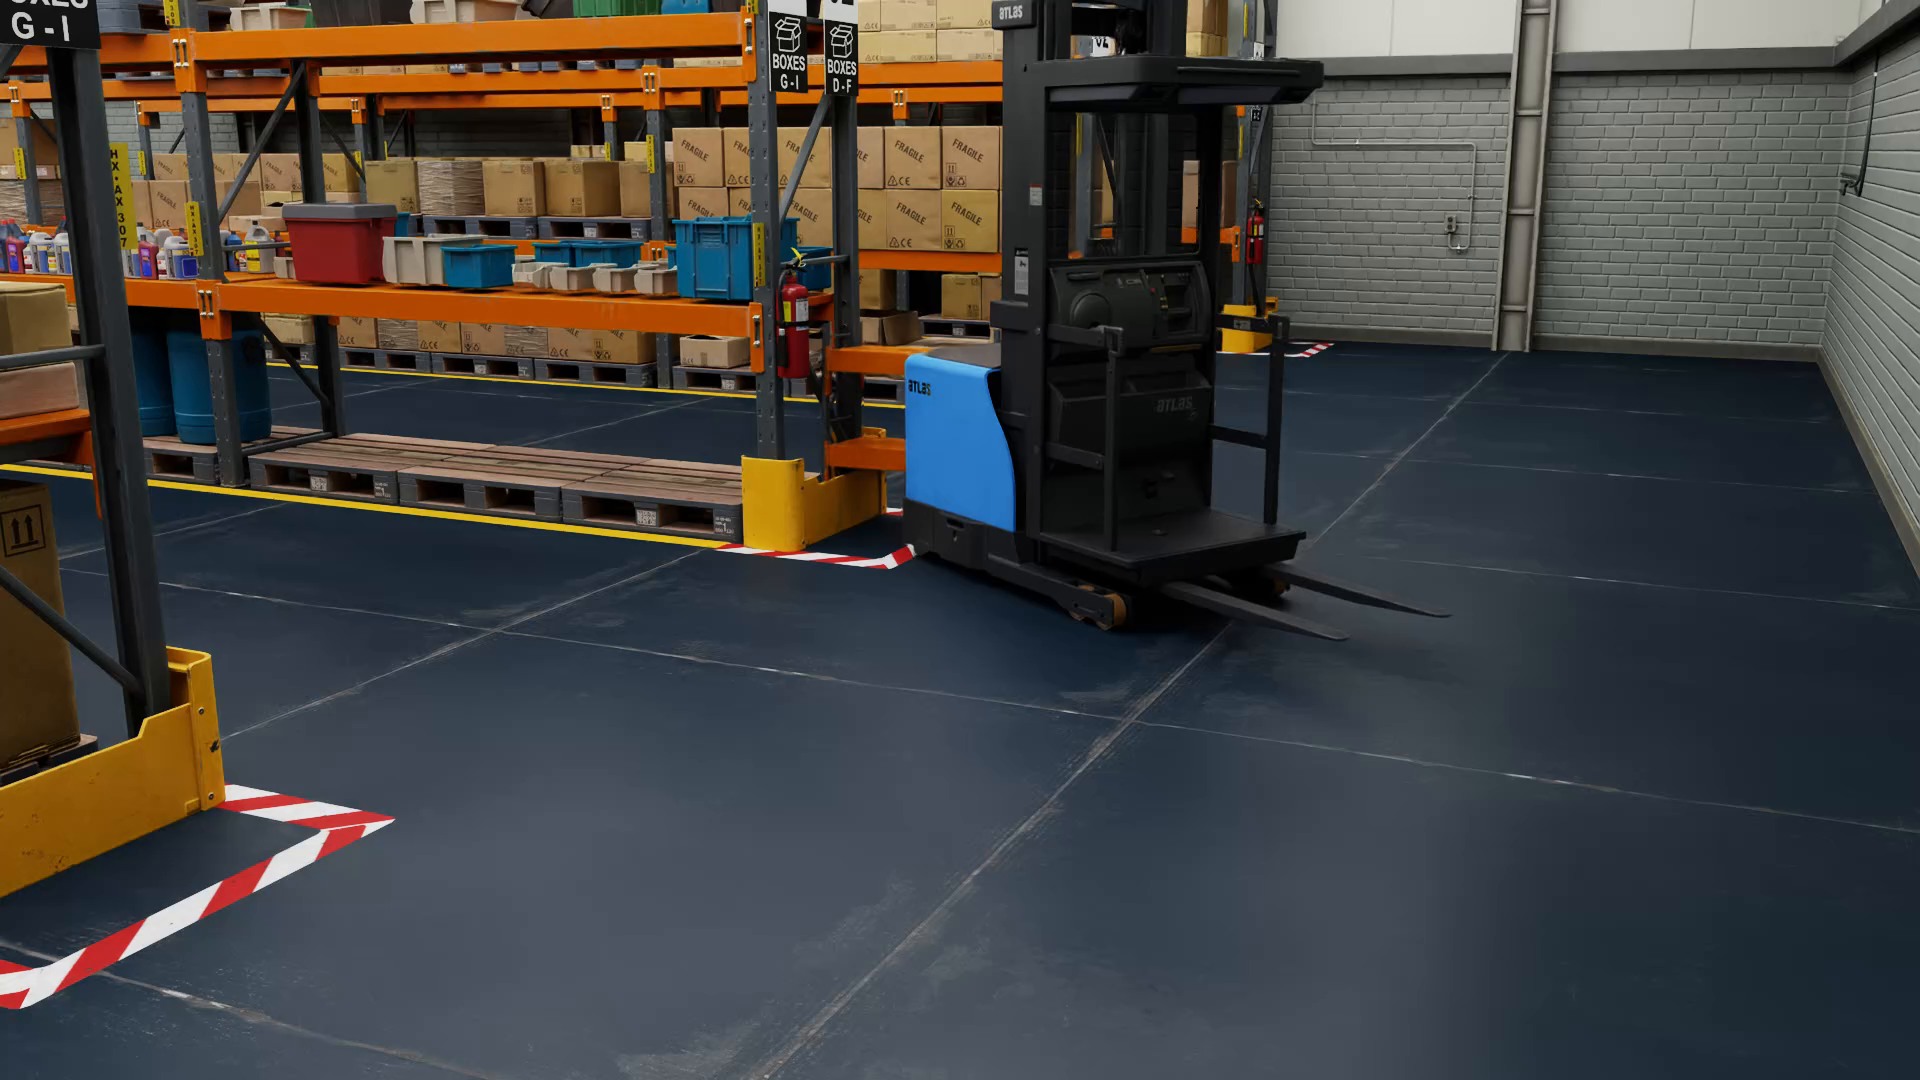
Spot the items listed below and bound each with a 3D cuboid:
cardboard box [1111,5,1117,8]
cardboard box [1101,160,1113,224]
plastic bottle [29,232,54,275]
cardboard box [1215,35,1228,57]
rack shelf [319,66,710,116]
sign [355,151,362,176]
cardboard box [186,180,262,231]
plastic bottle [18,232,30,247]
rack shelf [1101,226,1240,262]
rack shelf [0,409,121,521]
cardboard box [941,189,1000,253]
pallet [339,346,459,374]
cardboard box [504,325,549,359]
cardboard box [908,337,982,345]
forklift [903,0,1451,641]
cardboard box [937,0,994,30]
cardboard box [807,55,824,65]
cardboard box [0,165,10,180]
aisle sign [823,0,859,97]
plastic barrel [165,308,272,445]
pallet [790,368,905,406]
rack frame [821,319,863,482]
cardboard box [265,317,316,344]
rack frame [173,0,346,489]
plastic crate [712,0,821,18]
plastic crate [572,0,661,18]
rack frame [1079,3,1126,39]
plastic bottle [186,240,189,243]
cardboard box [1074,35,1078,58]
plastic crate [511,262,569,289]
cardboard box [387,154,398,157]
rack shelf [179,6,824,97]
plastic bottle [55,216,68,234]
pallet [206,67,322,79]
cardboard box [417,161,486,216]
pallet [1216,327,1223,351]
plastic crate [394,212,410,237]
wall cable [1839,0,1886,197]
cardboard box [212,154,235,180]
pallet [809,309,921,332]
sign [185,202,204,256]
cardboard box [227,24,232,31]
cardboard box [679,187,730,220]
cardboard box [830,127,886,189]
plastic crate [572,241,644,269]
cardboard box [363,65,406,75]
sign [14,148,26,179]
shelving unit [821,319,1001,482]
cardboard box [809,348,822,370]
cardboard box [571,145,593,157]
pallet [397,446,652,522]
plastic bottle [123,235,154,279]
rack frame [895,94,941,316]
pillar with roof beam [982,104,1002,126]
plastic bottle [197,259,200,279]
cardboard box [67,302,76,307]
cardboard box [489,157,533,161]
[{"bbox_3d":[1.941,-5.661,17.795,0.500,0.500,0.500,6,15,25],"label":"cardboard box"},{"bbox_3d":[2.033,-3.852,18.448,0.700,0.700,0.980,6,14,23],"label":"cardboard box"},{"bbox_3d":[-6.118,-1.920,11.141,0.135,0.276,0.152,6,14,23],"label":"plastic bottle"},{"bbox_3d":[2.605,-5.355,18.134,0.500,0.250,0.500,7,15,26],"label":"cardboard box"},{"bbox_3d":[-4.315,-4.226,15.707,4.000,0.370,1.077,6,14,23],"label":"rack shelf"},{"bbox_3d":[-8.011,-5.014,22.160,0.005,0.325,0.100,6,14,23],"label":"sign"},{"bbox_3d":[-7.685,-3.502,17.392,0.500,0.500,0.500,5,14,20],"label":"cardboard box"},{"bbox_3d":[-6.332,-1.947,11.269,0.097,0.271,0.097,0,13,0],"label":"plastic bottle"},{"bbox_3d":[1.345,-3.431,18.884,4.000,0.370,1.077,6,14,23],"label":"rack shelf"},{"bbox_3d":[-4.674,-0.327,5.656,4.000,0.370,1.077,6,14,23],"label":"rack shelf"},{"bbox_3d":[0.175,-2.641,13.726,0.500,0.500,0.500,6,14,24],"label":"cardboard box"},{"bbox_3d":[-5.477,-1.866,16.747,1.213,0.211,1.003,6,14,23],"label":"pallet"},{"bbox_3d":[-3.961,-2.008,15.754,0.500,0.500,0.500,6,14,24],"label":"cardboard box"},{"bbox_3d":[-0.126,-1.638,14.727,0.500,0.250,0.500,6,14,23],"label":"cardboard box"},{"bbox_3d":[0.935,-1.143,7.709,1.130,2.935,3.031,-9,16,-33],"label":"forklift"},{"bbox_3d":[0.140,-4.232,13.392,0.500,0.250,0.500,6,14,23],"label":"cardboard box"},{"bbox_3d":[-1.230,-4.128,14.042,0.500,0.250,0.500,6,14,23],"label":"cardboard box"},{"bbox_3d":[-10.362,-4.039,18.264,0.250,0.149,0.380,5,14,22],"label":"cardboard box"},{"bbox_3d":[-0.653,-2.848,9.133,0.004,0.787,0.394,6,14,23],"label":"aisle sign"},{"bbox_3d":[-4.987,-1.133,11.193,0.708,0.901,0.600,6,14,23],"label":"plastic barrel"},{"bbox_3d":[-0.740,-1.397,14.746,1.213,0.211,1.003,6,14,23],"label":"pallet"},{"bbox_3d":[-0.684,-0.703,9.637,0.032,1.125,0.500,5,11,20],"label":"rack frame"},{"bbox_3d":[-6.724,-2.165,17.013,0.500,0.250,0.500,6,15,25],"label":"cardboard box"},{"bbox_3d":[-4.496,-1.897,10.772,0.127,3.000,1.000,6,14,23],"label":"rack frame"},{"bbox_3d":[-1.078,-3.017,9.266,0.590,0.269,0.497,6,14,23],"label":"plastic crate"},{"bbox_3d":[-1.857,-2.915,9.011,0.336,0.188,0.450,6,14,23],"label":"plastic crate"},{"bbox_3d":[1.171,-5.481,12.917,0.127,3.000,1.000,6,14,23],"label":"rack frame"},{"bbox_3d":[-5.373,-1.991,11.607,0.097,0.201,0.097,0,13,0],"label":"plastic bottle"},{"bbox_3d":[0.804,-4.049,13.705,0.500,0.250,0.500,6,14,23],"label":"cardboard box"},{"bbox_3d":[-2.460,-1.539,9.693,0.250,0.136,0.298,6,14,23],"label":"plastic crate"},{"bbox_3d":[-8.143,-5.095,23.045,0.500,0.500,0.500,5,14,22],"label":"cardboard box"},{"bbox_3d":[-2.668,-2.822,9.722,4.000,0.370,1.077,6,14,23],"label":"rack shelf"},{"bbox_3d":[-6.437,-2.165,12.024,0.185,0.351,0.144,6,14,23],"label":"plastic bottle"},{"bbox_3d":[-6.801,-4.714,16.623,1.003,0.211,1.213,7,15,26],"label":"pallet"},{"bbox_3d":[-4.764,-3.395,16.018,0.500,0.500,0.700,9,16,34],"label":"cardboard box"},{"bbox_3d":[2.411,-2.296,18.577,1.213,0.211,1.003,6,14,23],"label":"pallet"},{"bbox_3d":[-3.931,-1.946,10.886,0.575,0.384,0.392,6,14,23],"label":"plastic crate"},{"bbox_3d":[8.200,-4.407,15.134,0.112,2.526,3.097,6,14,23],"label":"wall cable"},{"bbox_3d":[-10.223,-5.174,23.382,0.500,0.500,0.500,5,14,21],"label":"cardboard box"},{"bbox_3d":[-1.220,-2.664,20.146,1.213,0.211,1.003,6,14,23],"label":"pallet"},{"bbox_3d":[-4.721,-1.917,10.251,0.005,0.325,0.100,6,14,23],"label":"sign"},{"bbox_3d":[-10.290,-6.893,23.048,0.500,0.500,0.500,6,15,25],"label":"cardboard box"},{"bbox_3d":[-2.131,-2.875,14.724,0.500,0.500,0.500,6,15,25],"label":"cardboard box"},{"bbox_3d":[-0.756,-3.221,14.008,0.500,0.500,0.500,6,15,25],"label":"cardboard box"},{"bbox_3d":[-2.135,-1.688,10.116,0.300,0.233,0.416,6,14,23],"label":"plastic crate"},{"bbox_3d":[-5.265,-4.729,16.059,0.500,0.500,0.910,6,14,23],"label":"cardboard box"},{"bbox_3d":[-10.024,-4.015,17.731,0.005,0.325,0.100,6,14,23],"label":"sign"},{"bbox_3d":[-0.207,-0.662,9.466,1.048,1.125,0.538,5,11,20],"label":"shelving unit"},{"bbox_3d":[-1.396,-1.604,14.762,0.250,0.166,0.380,6,14,23],"label":"cardboard box"},{"bbox_3d":[-4.769,-4.967,21.255,0.250,0.149,0.380,3,14,14],"label":"cardboard box"},{"bbox_3d":[-2.689,-0.367,10.355,1.213,0.211,1.003,6,14,23],"label":"pallet"},{"bbox_3d":[-5.322,-1.839,10.797,0.135,0.276,0.152,6,14,23],"label":"plastic bottle"},{"bbox_3d":[-0.484,-3.966,19.590,0.127,3.000,1.000,6,14,23],"label":"rack frame"},{"bbox_3d":[-1.237,-6.103,15.567,0.400,9.000,9.100,6,14,23],"label":"pillar with roof beam"},{"bbox_3d":[-4.954,-1.797,10.780,0.097,0.201,0.097,0,13,0],"label":"plastic bottle"},{"bbox_3d":[-9.524,-2.720,18.151,0.500,0.311,0.500,6,14,23],"label":"cardboard box"},{"bbox_3d":[-5.723,-4.751,21.754,0.500,0.500,0.700,6,14,23],"label":"cardboard box"}]
